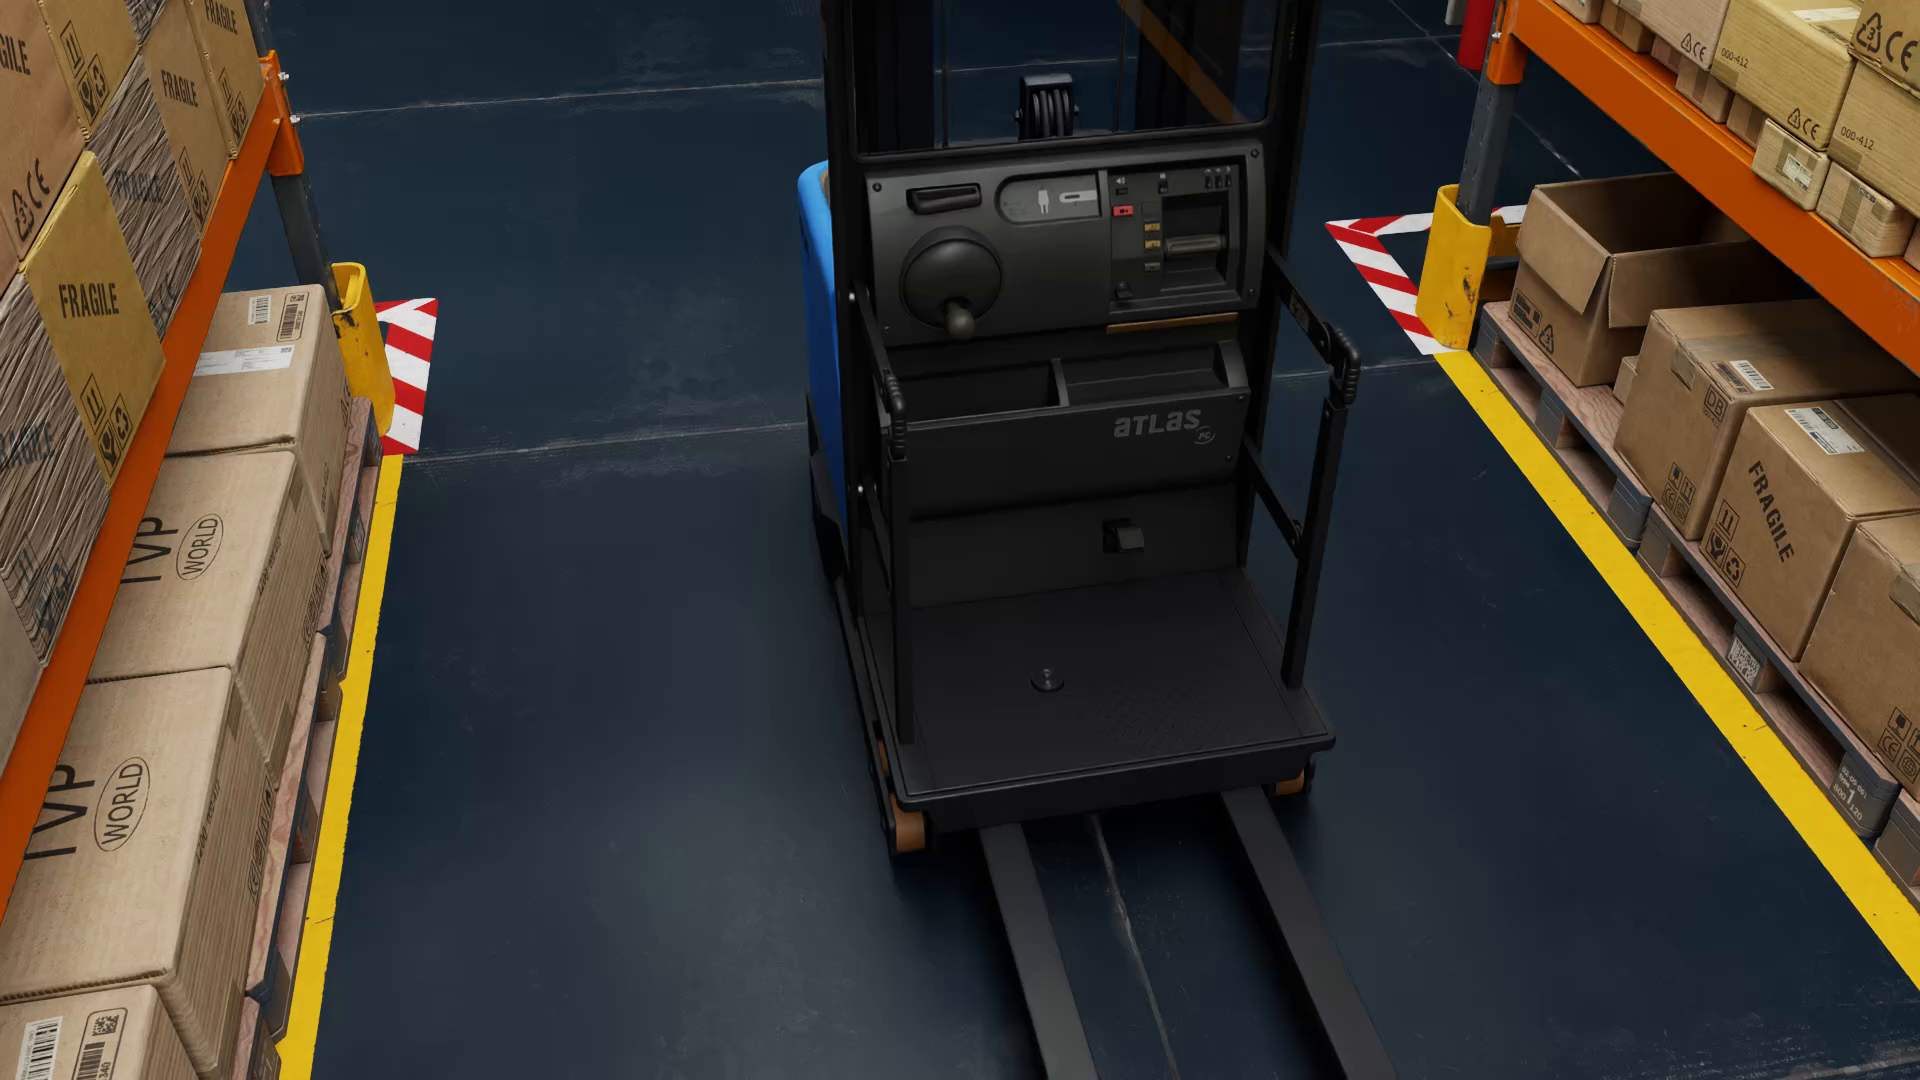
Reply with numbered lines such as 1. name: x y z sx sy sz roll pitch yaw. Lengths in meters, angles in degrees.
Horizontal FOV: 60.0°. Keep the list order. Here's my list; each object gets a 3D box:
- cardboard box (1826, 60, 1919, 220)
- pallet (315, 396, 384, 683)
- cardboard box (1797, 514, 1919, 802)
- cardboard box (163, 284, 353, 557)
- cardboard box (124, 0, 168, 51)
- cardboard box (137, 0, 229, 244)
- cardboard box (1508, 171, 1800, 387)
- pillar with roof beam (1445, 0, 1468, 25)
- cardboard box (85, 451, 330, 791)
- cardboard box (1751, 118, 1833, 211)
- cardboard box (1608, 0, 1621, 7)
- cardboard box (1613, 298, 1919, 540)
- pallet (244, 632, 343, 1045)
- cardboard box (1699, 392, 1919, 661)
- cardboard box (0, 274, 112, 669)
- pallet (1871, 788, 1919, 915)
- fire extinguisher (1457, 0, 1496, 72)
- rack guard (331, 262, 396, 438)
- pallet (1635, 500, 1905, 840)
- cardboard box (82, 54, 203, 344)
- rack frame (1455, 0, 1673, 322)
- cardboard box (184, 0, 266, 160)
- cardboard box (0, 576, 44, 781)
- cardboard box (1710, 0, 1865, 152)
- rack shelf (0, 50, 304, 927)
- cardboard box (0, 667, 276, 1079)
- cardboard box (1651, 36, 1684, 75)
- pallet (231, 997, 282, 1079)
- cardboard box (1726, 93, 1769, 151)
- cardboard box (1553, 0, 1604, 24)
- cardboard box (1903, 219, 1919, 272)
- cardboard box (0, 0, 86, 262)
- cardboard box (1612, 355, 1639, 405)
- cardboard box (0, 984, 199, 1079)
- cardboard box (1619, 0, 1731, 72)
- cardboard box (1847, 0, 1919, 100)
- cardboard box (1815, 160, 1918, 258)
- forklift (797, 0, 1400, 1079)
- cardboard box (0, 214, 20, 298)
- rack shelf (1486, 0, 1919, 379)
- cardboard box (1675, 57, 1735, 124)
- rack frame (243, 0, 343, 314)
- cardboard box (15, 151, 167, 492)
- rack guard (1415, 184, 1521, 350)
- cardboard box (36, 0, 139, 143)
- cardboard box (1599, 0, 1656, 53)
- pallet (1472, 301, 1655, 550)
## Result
1. cardboard box: 2.432 -0.932 3.884 0.500 0.250 0.500 -7 38 -9
2. pallet: -2.342 0.018 5.054 1.003 0.211 1.213 -6 38 -8
3. cardboard box: 2.634 0.255 4.172 0.700 0.500 0.500 -8 38 -10
4. cardboard box: -2.345 -0.324 4.968 0.875 0.438 0.875 -7 38 -9
5. cardboard box: -2.120 -1.414 3.728 0.500 0.500 0.500 -6 38 -8
6. cardboard box: -2.141 -1.029 4.048 0.500 0.500 0.500 -7 38 -9
7. cardboard box: 2.341 -0.894 5.648 0.797 0.503 0.637 -8 38 -10
8. pillar with roof beam: -1.497 -5.725 5.284 9.100 9.000 0.400 -6 38 -8
9. cardboard box: -2.177 0.228 4.257 0.875 0.438 0.875 -5 38 -7
10. cardboard box: 2.291 -0.983 4.275 0.380 0.149 0.250 -7 38 -9
11. cardboard box: 2.141 -1.849 5.065 0.500 0.250 0.500 -6 38 -8
12. cardboard box: 2.452 -0.372 4.979 0.700 0.500 0.500 -5 38 -6
13. pallet: -2.132 0.754 4.108 1.003 0.211 1.213 -6 38 -8
14. cardboard box: 2.446 -0.042 4.554 0.500 0.500 0.500 -6 38 -7
15. cardboard box: -1.848 -0.098 2.850 0.500 0.500 0.500 -6 38 -8
16. pallet: 2.908 1.009 3.780 1.003 0.211 1.213 -6 38 -8
17. fire extinguisher: 1.846 -1.955 5.688 0.296 0.674 0.183 -6 38 -8
18. rack guard: -2.564 -0.585 5.595 1.175 0.500 0.348 -6 38 -8
19. pallet: 2.691 0.270 4.730 1.003 0.211 1.213 -6 38 -8
20. cardboard box: -2.041 -0.720 3.650 0.500 0.500 0.500 -5 38 -7
21. rack frame: 2.327 -2.094 5.500 1.000 3.000 0.127 -6 38 -8
22. cardboard box: -2.214 -1.334 4.441 0.500 0.500 0.500 -6 38 -8
23. cardboard box: -1.767 0.203 2.462 0.500 0.500 0.500 -6 38 -8
24. cardboard box: 2.322 -1.238 4.279 0.500 0.250 0.500 -7 38 -9
25. rack shelf: -2.209 -0.065 3.476 1.077 0.370 4.000 -6 38 -8
26. cardboard box: -2.020 0.773 3.556 0.875 0.438 0.875 -7 38 -9
27. cardboard box: 2.285 -1.463 4.893 0.380 0.149 0.250 -7 38 -9
28. pallet: -1.915 1.492 3.157 1.003 0.211 1.213 -6 38 -8
29. cardboard box: 2.321 -1.144 4.482 0.380 0.149 0.250 -6 38 -7
30. cardboard box: 2.114 -1.766 5.283 0.380 0.149 0.250 -7 38 -8
31. cardboard box: 2.470 -0.678 3.882 0.380 0.149 0.250 -6 38 -8
32. cardboard box: -1.950 -0.811 2.952 0.500 0.500 0.500 -6 38 -8
33. cardboard box: 2.377 -0.493 5.421 0.380 0.149 0.250 -8 38 -10
34. cardboard box: -1.863 1.314 2.860 0.875 0.438 0.875 -7 38 -9
35. cardboard box: 2.229 -1.544 4.673 0.500 0.250 0.500 -6 38 -7
36. cardboard box: 2.404 -1.239 3.668 0.500 0.500 0.500 -5 38 -7
37. cardboard box: 2.357 -0.826 4.073 0.380 0.149 0.250 -5 38 -7
38. forklift: 0.297 -0.613 3.650 1.130 2.935 3.031 -7 38 -9
39. cardboard box: -1.864 -0.506 2.560 0.500 0.500 0.500 -6 38 -7
40. rack shelf: 2.677 -0.601 4.166 1.077 0.370 4.000 -6 38 -8
41. cardboard box: 2.269 -1.303 4.688 0.380 0.149 0.250 -5 38 -7
42. rack frame: -2.560 -1.557 4.810 1.000 3.000 0.127 -6 38 -8
43. cardboard box: -1.938 -0.409 3.250 0.500 0.500 0.500 -5 38 -7
44. rack guard: 2.340 -1.061 6.208 1.175 0.500 0.348 -6 38 -8
45. cardboard box: -2.037 -1.115 3.343 0.500 0.500 0.500 -6 38 -8
46. cardboard box: 2.204 -1.618 5.092 0.380 0.149 0.250 -5 38 -7
47. pallet: 2.481 -0.465 5.677 1.003 0.211 1.213 -6 38 -8
